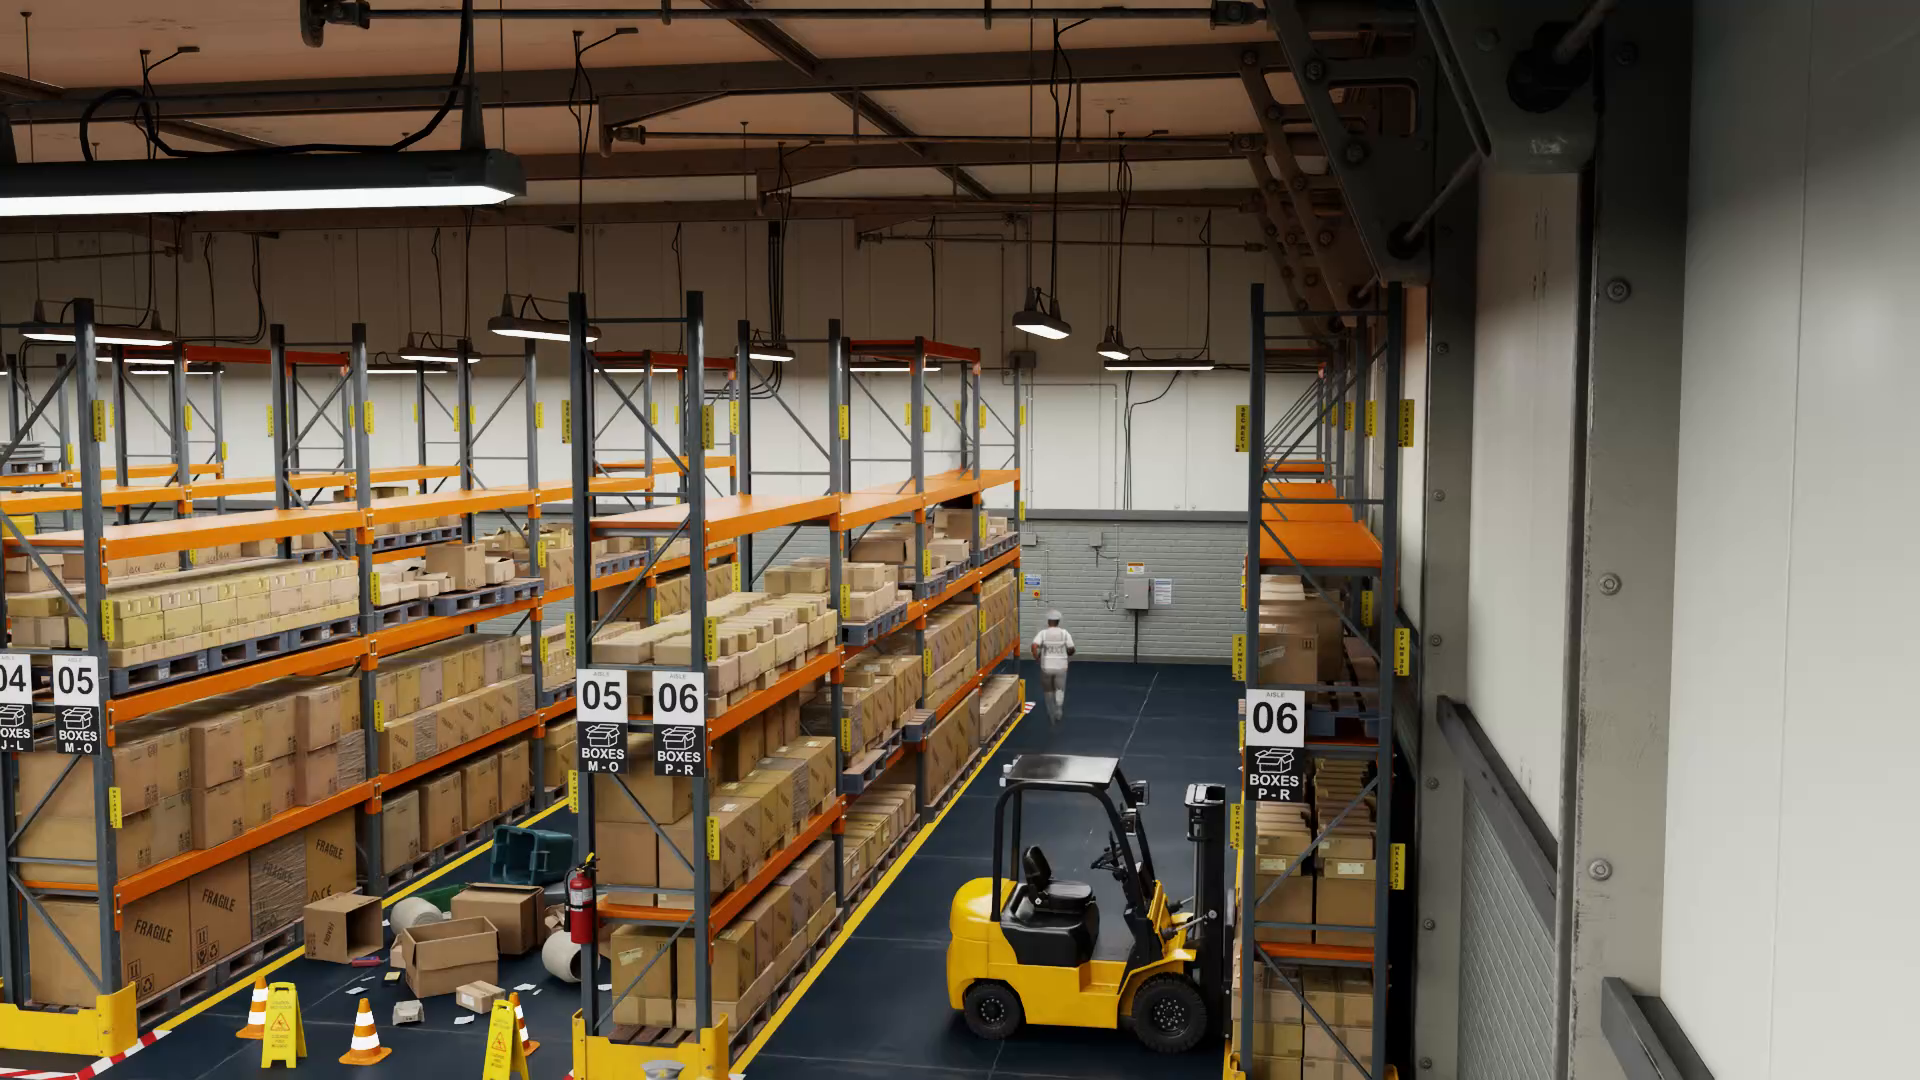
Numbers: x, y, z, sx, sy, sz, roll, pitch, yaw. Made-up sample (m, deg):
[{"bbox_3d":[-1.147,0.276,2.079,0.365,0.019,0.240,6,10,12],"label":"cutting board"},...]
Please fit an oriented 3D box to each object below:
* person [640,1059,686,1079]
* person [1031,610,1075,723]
[{"bbox_3d":[-1.652,3.633,9.543,0.615,1.626,0.985,-1,5,-7],"label":"person"},{"bbox_3d":[1.423,1.983,25.430,0.672,1.800,0.814,0,5,3],"label":"person"}]
